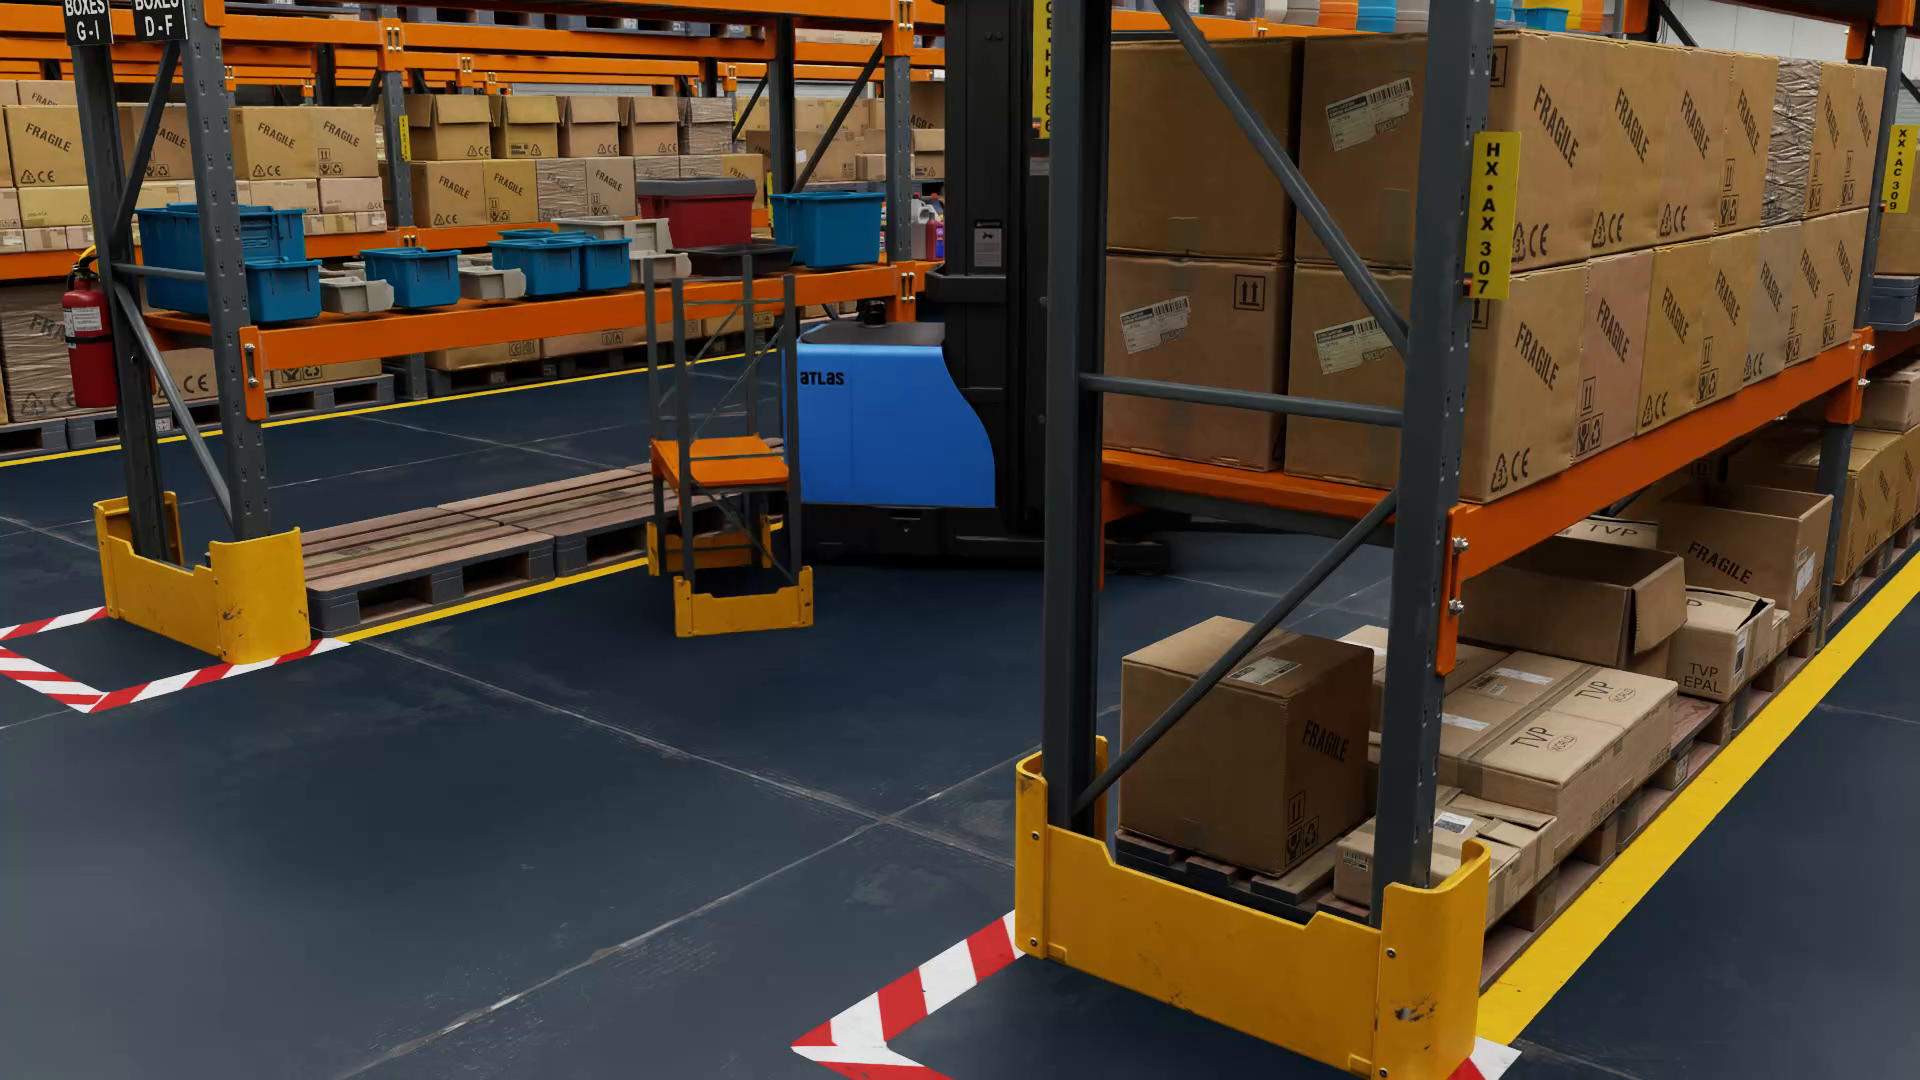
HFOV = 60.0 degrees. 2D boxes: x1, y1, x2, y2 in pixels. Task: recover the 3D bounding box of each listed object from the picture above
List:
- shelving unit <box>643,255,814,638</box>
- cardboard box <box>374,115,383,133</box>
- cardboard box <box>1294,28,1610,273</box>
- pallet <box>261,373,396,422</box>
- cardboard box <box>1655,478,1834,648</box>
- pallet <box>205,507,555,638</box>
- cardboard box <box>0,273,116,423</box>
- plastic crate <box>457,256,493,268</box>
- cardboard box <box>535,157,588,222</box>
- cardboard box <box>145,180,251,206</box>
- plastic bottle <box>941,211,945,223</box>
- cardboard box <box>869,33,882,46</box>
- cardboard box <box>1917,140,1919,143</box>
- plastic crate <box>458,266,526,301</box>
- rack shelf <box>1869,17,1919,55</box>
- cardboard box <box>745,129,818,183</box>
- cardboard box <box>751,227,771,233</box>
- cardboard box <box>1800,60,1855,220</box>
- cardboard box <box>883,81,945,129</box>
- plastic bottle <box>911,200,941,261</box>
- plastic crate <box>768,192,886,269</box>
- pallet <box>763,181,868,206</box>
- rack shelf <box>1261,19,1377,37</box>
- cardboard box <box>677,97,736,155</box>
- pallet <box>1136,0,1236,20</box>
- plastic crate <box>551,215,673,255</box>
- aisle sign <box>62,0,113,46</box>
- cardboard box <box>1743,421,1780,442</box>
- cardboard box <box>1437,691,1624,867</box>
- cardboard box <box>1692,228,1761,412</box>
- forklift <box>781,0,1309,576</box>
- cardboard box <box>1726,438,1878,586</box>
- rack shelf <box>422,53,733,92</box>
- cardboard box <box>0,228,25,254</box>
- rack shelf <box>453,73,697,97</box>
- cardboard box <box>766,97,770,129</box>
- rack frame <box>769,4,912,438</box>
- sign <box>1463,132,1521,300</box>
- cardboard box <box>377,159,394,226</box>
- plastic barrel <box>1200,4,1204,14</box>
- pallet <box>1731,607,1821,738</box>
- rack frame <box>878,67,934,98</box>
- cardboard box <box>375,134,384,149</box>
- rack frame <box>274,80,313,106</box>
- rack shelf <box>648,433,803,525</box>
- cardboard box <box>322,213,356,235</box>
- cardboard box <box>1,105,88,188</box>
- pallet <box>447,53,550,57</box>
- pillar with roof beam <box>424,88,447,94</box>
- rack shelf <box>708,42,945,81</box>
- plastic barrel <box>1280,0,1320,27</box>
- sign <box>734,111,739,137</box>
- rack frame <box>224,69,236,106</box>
[{"bbox_3d":[-1.063,-0.461,7.393,0.587,1.500,1.083,-4,15,-16],"label":"shelving unit"},{"bbox_3d":[-8.316,-5.654,23.126,0.500,0.500,0.500,10,18,35],"label":"cardboard box"},{"bbox_3d":[1.117,-0.887,3.788,0.500,0.500,0.500,12,19,39],"label":"cardboard box"},{"bbox_3d":[-5.095,-1.124,12.620,1.003,0.211,1.213,11,18,38],"label":"pallet"},{"bbox_3d":[3.010,0.076,6.416,0.500,0.500,0.500,11,18,38],"label":"cardboard box"},{"bbox_3d":[-2.669,0.123,7.711,1.003,0.211,1.213,11,18,38],"label":"pallet"},{"bbox_3d":[-6.158,-1.326,11.214,0.875,0.875,0.875,11,18,38],"label":"cardboard box"},{"bbox_3d":[-2.325,-1.332,8.189,0.298,0.136,0.250,11,18,38],"label":"plastic crate"},{"bbox_3d":[-3.442,-2.899,13.741,0.500,0.500,0.500,11,18,36],"label":"cardboard box"},{"bbox_3d":[-5.273,-2.358,11.515,0.500,0.250,0.500,12,18,39],"label":"cardboard box"},{"bbox_3d":[-0.057,-1.816,9.917,0.061,0.283,0.133,11,18,38],"label":"plastic bottle"},{"bbox_3d":[-0.910,-5.005,16.446,0.500,0.250,0.500,12,18,39],"label":"cardboard box"},{"bbox_3d":[4.630,-1.810,8.600,0.500,0.500,0.700,-12,18,-39],"label":"cardboard box"},{"bbox_3d":[-2.114,-1.153,7.483,0.250,0.136,0.298,11,18,38],"label":"plastic crate"},{"bbox_3d":[6.918,-3.330,11.007,1.077,0.370,4.000,11,18,38],"label":"rack shelf"},{"bbox_3d":[-1.733,-3.737,16.185,0.500,0.500,0.500,9,17,31],"label":"cardboard box"},{"bbox_3d":[-2.872,-4.212,22.572,0.875,0.875,0.875,12,18,38],"label":"cardboard box"},{"bbox_3d":[2.711,-1.373,5.703,0.500,0.500,0.500,11,18,36],"label":"cardboard box"},{"bbox_3d":[-0.136,-4.505,18.194,1.000,1.000,1.000,11,18,38],"label":"cardboard box"},{"bbox_3d":[-0.205,-1.844,9.890,0.144,0.351,0.185,11,18,38],"label":"plastic bottle"},{"bbox_3d":[-0.731,-1.722,9.220,0.392,0.384,0.575,11,18,38],"label":"plastic crate"},{"bbox_3d":[-1.677,-3.435,16.443,1.213,0.211,1.003,11,18,38],"label":"pallet"},{"bbox_3d":[3.068,-4.097,14.028,1.077,0.370,4.000,11,18,38],"label":"rack shelf"},{"bbox_3d":[-2.514,-3.773,15.141,0.797,0.503,0.637,12,19,39],"label":"cardboard box"},{"bbox_3d":[1.254,-3.840,11.937,1.003,0.211,1.213,11,18,38],"label":"pallet"},{"bbox_3d":[-1.806,-1.551,8.753,0.437,0.282,0.530,11,18,38],"label":"plastic crate"},{"bbox_3d":[-3.490,-2.368,6.574,0.394,0.787,0.004,11,18,38],"label":"aisle sign"},{"bbox_3d":[3.552,-0.310,7.933,0.500,0.500,0.500,11,18,38],"label":"cardboard box"},{"bbox_3d":[1.510,0.654,4.648,0.500,0.250,0.500,11,18,38],"label":"cardboard box"},{"bbox_3d":[2.070,-0.693,5.056,0.500,0.500,0.500,12,18,38],"label":"cardboard box"},{"bbox_3d":[0.681,-1.387,8.131,3.031,2.935,1.130,2,14,7],"label":"forklift"},{"bbox_3d":[3.641,-0.132,7.235,0.500,0.500,0.500,10,18,35],"label":"cardboard box"},{"bbox_3d":[-4.579,-5.650,20.142,1.077,0.370,4.000,11,18,38],"label":"rack shelf"},{"bbox_3d":[-6.106,-1.887,10.469,0.380,0.149,0.250,11,18,37],"label":"cardboard box"},{"bbox_3d":[-5.979,-7.163,26.097,1.077,0.370,4.000,11,18,38],"label":"rack shelf"},{"bbox_3d":[-2.808,-5.713,22.522,0.875,0.550,0.550,11,18,38],"label":"cardboard box"},{"bbox_3d":[-0.703,-1.843,9.785,1.000,3.000,0.127,11,18,38],"label":"rack frame"},{"bbox_3d":[1.055,-0.645,3.313,0.100,0.325,0.005,11,18,38],"label":"sign"},{"bbox_3d":[-4.474,-2.790,13.309,0.500,0.500,0.500,11,18,38],"label":"cardboard box"},{"bbox_3d":[1.926,-4.043,12.668,0.294,0.245,0.294,0,14,0],"label":"plastic barrel"},{"bbox_3d":[2.715,0.407,6.591,1.003,0.211,1.213,11,18,38],"label":"pallet"},{"bbox_3d":[-0.808,-5.694,24.946,1.000,3.000,0.127,11,18,38],"label":"rack frame"},{"bbox_3d":[-6.277,-4.218,17.584,0.380,0.149,0.250,12,19,39],"label":"cardboard box"},{"bbox_3d":[-11.099,-6.442,27.891,1.000,3.000,0.127,11,18,38],"label":"rack frame"},{"bbox_3d":[-1.066,-0.289,7.446,0.538,0.185,1.000,-4,15,-16],"label":"rack shelf"},{"bbox_3d":[-4.655,-2.329,12.209,0.380,0.149,0.250,12,18,39],"label":"cardboard box"},{"bbox_3d":[-5.923,-2.524,10.645,0.500,0.500,0.500,11,18,36],"label":"cardboard box"},{"bbox_3d":[-5.473,-5.656,19.087,1.213,0.211,1.003,12,19,40],"label":"pallet"},{"bbox_3d":[-6.375,-9.456,27.569,9.100,9.000,0.400,11,18,38],"label":"pillar with roof beam"},{"bbox_3d":[-0.785,-4.864,17.045,1.077,0.370,4.000,11,18,38],"label":"rack shelf"},{"bbox_3d":[2.496,-4.429,12.856,0.600,0.901,0.600,0,14,0],"label":"plastic barrel"},{"bbox_3d":[-2.894,-5.369,21.475,0.100,0.325,0.005,11,18,38],"label":"sign"},{"bbox_3d":[-9.750,-4.909,21.855,1.000,3.000,0.127,11,18,38],"label":"rack frame"}]
